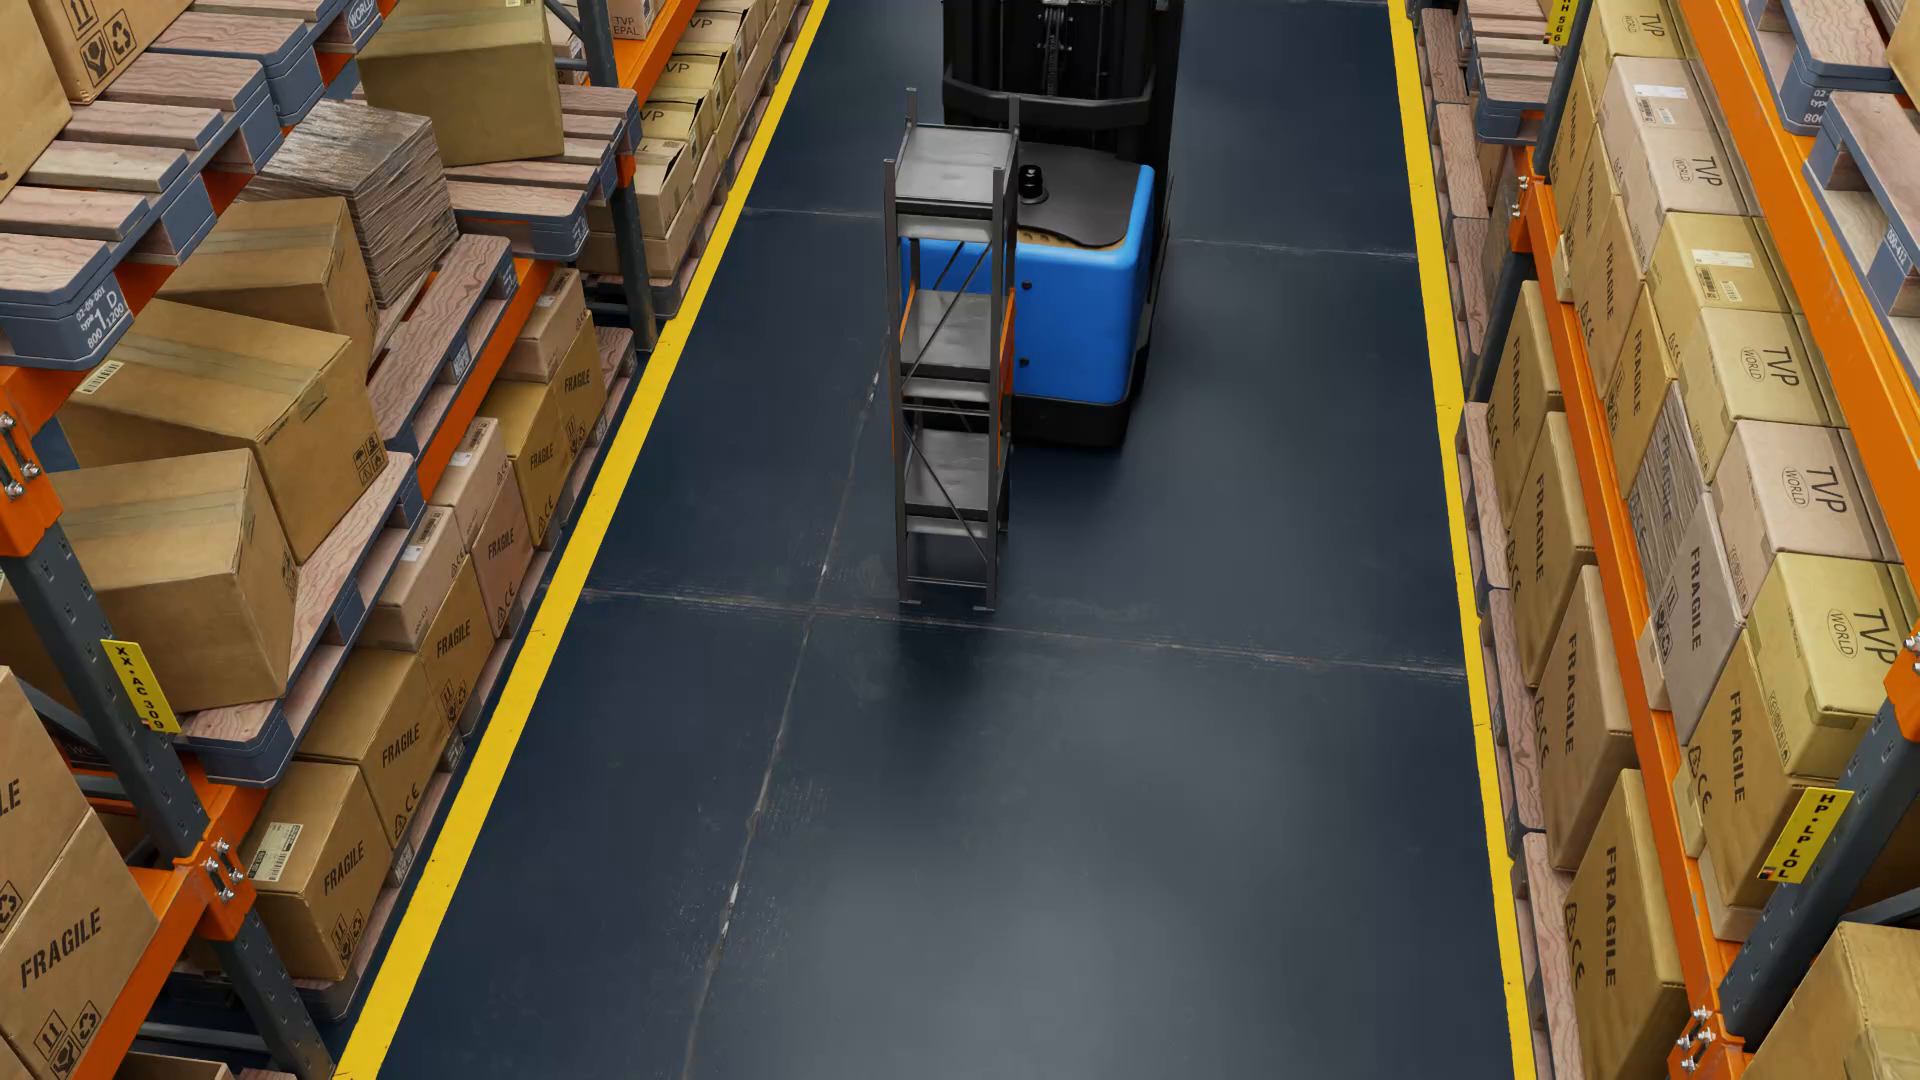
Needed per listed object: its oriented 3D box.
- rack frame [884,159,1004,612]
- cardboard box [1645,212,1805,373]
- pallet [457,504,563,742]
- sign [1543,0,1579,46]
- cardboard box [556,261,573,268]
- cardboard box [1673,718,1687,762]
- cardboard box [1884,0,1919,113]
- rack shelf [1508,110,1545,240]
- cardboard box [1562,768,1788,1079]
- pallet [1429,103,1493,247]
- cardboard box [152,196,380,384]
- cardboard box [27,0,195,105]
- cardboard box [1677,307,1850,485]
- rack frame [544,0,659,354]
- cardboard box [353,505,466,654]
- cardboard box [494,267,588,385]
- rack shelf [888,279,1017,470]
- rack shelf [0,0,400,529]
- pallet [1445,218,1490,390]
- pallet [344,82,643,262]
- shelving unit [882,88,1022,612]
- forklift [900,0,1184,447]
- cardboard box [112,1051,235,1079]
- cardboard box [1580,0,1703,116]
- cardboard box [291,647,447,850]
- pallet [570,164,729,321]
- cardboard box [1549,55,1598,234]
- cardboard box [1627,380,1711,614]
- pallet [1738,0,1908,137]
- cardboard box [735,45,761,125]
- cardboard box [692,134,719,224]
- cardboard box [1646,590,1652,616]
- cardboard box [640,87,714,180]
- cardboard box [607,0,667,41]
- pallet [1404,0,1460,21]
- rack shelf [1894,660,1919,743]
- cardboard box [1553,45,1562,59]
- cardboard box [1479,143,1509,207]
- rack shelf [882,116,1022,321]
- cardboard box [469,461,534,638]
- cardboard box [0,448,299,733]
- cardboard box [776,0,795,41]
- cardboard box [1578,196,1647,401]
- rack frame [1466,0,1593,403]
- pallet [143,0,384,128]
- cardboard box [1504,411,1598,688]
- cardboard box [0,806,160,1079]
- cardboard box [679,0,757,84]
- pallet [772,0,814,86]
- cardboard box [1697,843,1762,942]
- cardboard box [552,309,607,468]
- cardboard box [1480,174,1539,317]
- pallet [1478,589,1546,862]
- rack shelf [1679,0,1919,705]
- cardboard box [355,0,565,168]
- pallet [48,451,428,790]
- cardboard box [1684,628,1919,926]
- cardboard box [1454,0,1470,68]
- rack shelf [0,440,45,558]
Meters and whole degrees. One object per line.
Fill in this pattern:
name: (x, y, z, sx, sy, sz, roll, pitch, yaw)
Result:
rack frame: (-0.054, -0.483, 6.233, 0.400, 2.100, 0.015, 5, 44, 6)
cardboard box: (2.392, -0.730, 4.991, 0.500, 0.250, 0.500, 4, 44, 5)
pallet: (-2.310, 0.251, 6.832, 1.003, 0.211, 1.213, 5, 44, 6)
sign: (2.362, -2.083, 6.484, 0.100, 0.325, 0.005, 5, 44, 6)
cardboard box: (-2.182, -1.631, 8.485, 0.500, 0.250, 0.500, 6, 44, 7)
cardboard box: (2.225, 0.559, 4.646, 0.380, 0.149, 0.250, 7, 44, 7)
cardboard box: (2.607, -1.183, 3.743, 0.700, 0.500, 0.500, 4, 44, 5)
rack shelf: (3.165, -2.750, 8.496, 1.077, 0.370, 4.000, 5, 44, 6)
cardboard box: (2.329, 1.251, 5.005, 0.750, 0.750, 0.750, 6, 44, 6)
pallet: (3.170, -1.997, 9.206, 1.003, 0.211, 1.213, 5, 44, 6)
cardboard box: (-2.366, -0.769, 5.502, 0.700, 0.500, 0.500, -5, 44, -5)
cardboard box: (-2.333, -1.479, 3.997, 0.600, 0.600, 0.600, 5, 44, 5)
cardboard box: (2.325, -0.383, 4.624, 0.500, 0.250, 0.500, 6, 44, 6)
rack frame: (-2.010, -2.096, 7.282, 1.000, 3.000, 0.127, 5, 44, 6)
cardboard box: (-2.101, 0.117, 5.898, 0.500, 0.250, 0.500, 5, 44, 6)
cardboard box: (-1.904, -0.923, 6.996, 0.500, 0.250, 0.500, 7, 44, 7)
rack shelf: (-0.022, -0.640, 6.418, 0.431, 0.518, 0.480, 5, 44, 6)
rack shelf: (-2.274, -1.561, 5.059, 1.077, 0.370, 4.000, 5, 44, 6)
pallet: (3.006, -1.168, 8.330, 1.003, 0.211, 1.213, 5, 44, 6)
pallet: (-2.030, -1.558, 6.853, 1.213, 0.211, 1.003, 5, 44, 6)
shelving unit: (-0.022, -0.650, 6.409, 0.431, 2.100, 0.503, 5, 44, 6)
forklift: (0.511, -2.516, 7.775, 1.130, 2.935, 3.031, 8, 44, 8)
cardboard box: (-2.333, 1.792, 4.674, 0.500, 0.500, 0.500, 5, 44, 6)
cardboard box: (2.582, -1.767, 6.085, 0.500, 0.250, 0.500, 6, 44, 7)
cardboard box: (-2.174, 0.706, 5.821, 0.500, 0.500, 0.500, 6, 44, 6)
pallet: (-1.862, -1.641, 8.830, 1.003, 0.211, 1.213, 5, 44, 6)
cardboard box: (2.583, -1.492, 6.341, 0.500, 0.500, 0.500, 6, 44, 7)
cardboard box: (2.316, -0.102, 4.872, 0.500, 0.500, 0.500, 5, 44, 6)
pallet: (2.724, -1.463, 4.569, 1.003, 0.211, 1.213, 7, 44, 7)
cardboard box: (-1.453, -2.627, 9.538, 0.500, 0.250, 0.500, 6, 44, 6)
cardboard box: (-1.584, -1.923, 8.794, 0.500, 0.250, 0.500, 4, 44, 4)
cardboard box: (2.300, 0.213, 5.012, 0.380, 0.149, 0.250, 5, 44, 6)
cardboard box: (-1.588, -2.143, 8.618, 0.500, 0.311, 0.500, 4, 44, 4)
cardboard box: (-1.699, -2.656, 7.938, 0.500, 0.311, 0.500, 5, 44, 5)
pallet: (3.484, -3.823, 11.134, 1.003, 0.211, 1.213, 5, 44, 6)
rack shelf: (2.108, 1.613, 1.707, 1.077, 0.370, 4.000, 5, 44, 6)
cardboard box: (2.953, -2.166, 6.963, 0.700, 0.500, 0.500, 1, 43, 1)
cardboard box: (3.165, -2.078, 8.761, 0.700, 0.500, 0.500, 5, 44, 5)
rack shelf: (-0.022, -1.148, 5.937, 0.431, 0.518, 0.480, 5, 44, 6)
cardboard box: (-2.033, 0.021, 6.544, 0.500, 0.500, 0.500, 4, 44, 4)
cardboard box: (-2.254, 0.139, 4.544, 0.700, 0.500, 0.500, -8, 44, -9)
cardboard box: (-1.317, -3.323, 10.272, 0.500, 0.250, 0.500, 5, 44, 5)
cardboard box: (2.438, -0.798, 5.608, 0.500, 0.500, 0.500, 5, 44, 5)
rack frame: (2.901, -1.648, 6.809, 1.000, 3.000, 0.127, 5, 44, 6)
pallet: (-2.249, -1.536, 4.646, 1.213, 0.211, 1.003, 5, 44, 6)
cardboard box: (2.552, 0.065, 6.257, 0.750, 0.750, 0.750, 5, 44, 5)
cardboard box: (-2.350, 0.958, 3.984, 0.500, 0.500, 0.500, 6, 44, 6)
cardboard box: (-1.451, -2.841, 9.355, 0.500, 0.311, 0.500, 5, 44, 5)
pallet: (-1.540, -3.304, 10.586, 1.003, 0.211, 1.213, 5, 44, 6)
cardboard box: (2.136, 0.905, 4.280, 0.380, 0.149, 0.250, 6, 44, 6)
cardboard box: (-1.901, -0.689, 7.295, 0.500, 0.500, 0.500, 7, 44, 7)
cardboard box: (2.944, -1.396, 8.041, 0.700, 0.500, 0.500, 6, 44, 6)
pallet: (2.558, 0.724, 6.332, 1.003, 0.211, 1.213, 5, 44, 6)
rack shelf: (2.637, -1.113, 4.586, 1.077, 0.370, 4.000, 5, 44, 6)
cardboard box: (-1.981, -1.846, 6.639, 0.700, 0.500, 0.500, -8, 44, -9)
pallet: (-2.325, 0.165, 5.034, 1.003, 0.211, 1.213, 5, 44, 6)
cardboard box: (2.183, 0.589, 4.143, 0.500, 0.500, 0.500, 5, 44, 5)
cardboard box: (3.349, -3.123, 9.865, 0.700, 0.500, 0.500, 7, 44, 7)
rack shelf: (-2.803, 1.165, 2.180, 1.077, 0.370, 4.000, 5, 44, 6)
